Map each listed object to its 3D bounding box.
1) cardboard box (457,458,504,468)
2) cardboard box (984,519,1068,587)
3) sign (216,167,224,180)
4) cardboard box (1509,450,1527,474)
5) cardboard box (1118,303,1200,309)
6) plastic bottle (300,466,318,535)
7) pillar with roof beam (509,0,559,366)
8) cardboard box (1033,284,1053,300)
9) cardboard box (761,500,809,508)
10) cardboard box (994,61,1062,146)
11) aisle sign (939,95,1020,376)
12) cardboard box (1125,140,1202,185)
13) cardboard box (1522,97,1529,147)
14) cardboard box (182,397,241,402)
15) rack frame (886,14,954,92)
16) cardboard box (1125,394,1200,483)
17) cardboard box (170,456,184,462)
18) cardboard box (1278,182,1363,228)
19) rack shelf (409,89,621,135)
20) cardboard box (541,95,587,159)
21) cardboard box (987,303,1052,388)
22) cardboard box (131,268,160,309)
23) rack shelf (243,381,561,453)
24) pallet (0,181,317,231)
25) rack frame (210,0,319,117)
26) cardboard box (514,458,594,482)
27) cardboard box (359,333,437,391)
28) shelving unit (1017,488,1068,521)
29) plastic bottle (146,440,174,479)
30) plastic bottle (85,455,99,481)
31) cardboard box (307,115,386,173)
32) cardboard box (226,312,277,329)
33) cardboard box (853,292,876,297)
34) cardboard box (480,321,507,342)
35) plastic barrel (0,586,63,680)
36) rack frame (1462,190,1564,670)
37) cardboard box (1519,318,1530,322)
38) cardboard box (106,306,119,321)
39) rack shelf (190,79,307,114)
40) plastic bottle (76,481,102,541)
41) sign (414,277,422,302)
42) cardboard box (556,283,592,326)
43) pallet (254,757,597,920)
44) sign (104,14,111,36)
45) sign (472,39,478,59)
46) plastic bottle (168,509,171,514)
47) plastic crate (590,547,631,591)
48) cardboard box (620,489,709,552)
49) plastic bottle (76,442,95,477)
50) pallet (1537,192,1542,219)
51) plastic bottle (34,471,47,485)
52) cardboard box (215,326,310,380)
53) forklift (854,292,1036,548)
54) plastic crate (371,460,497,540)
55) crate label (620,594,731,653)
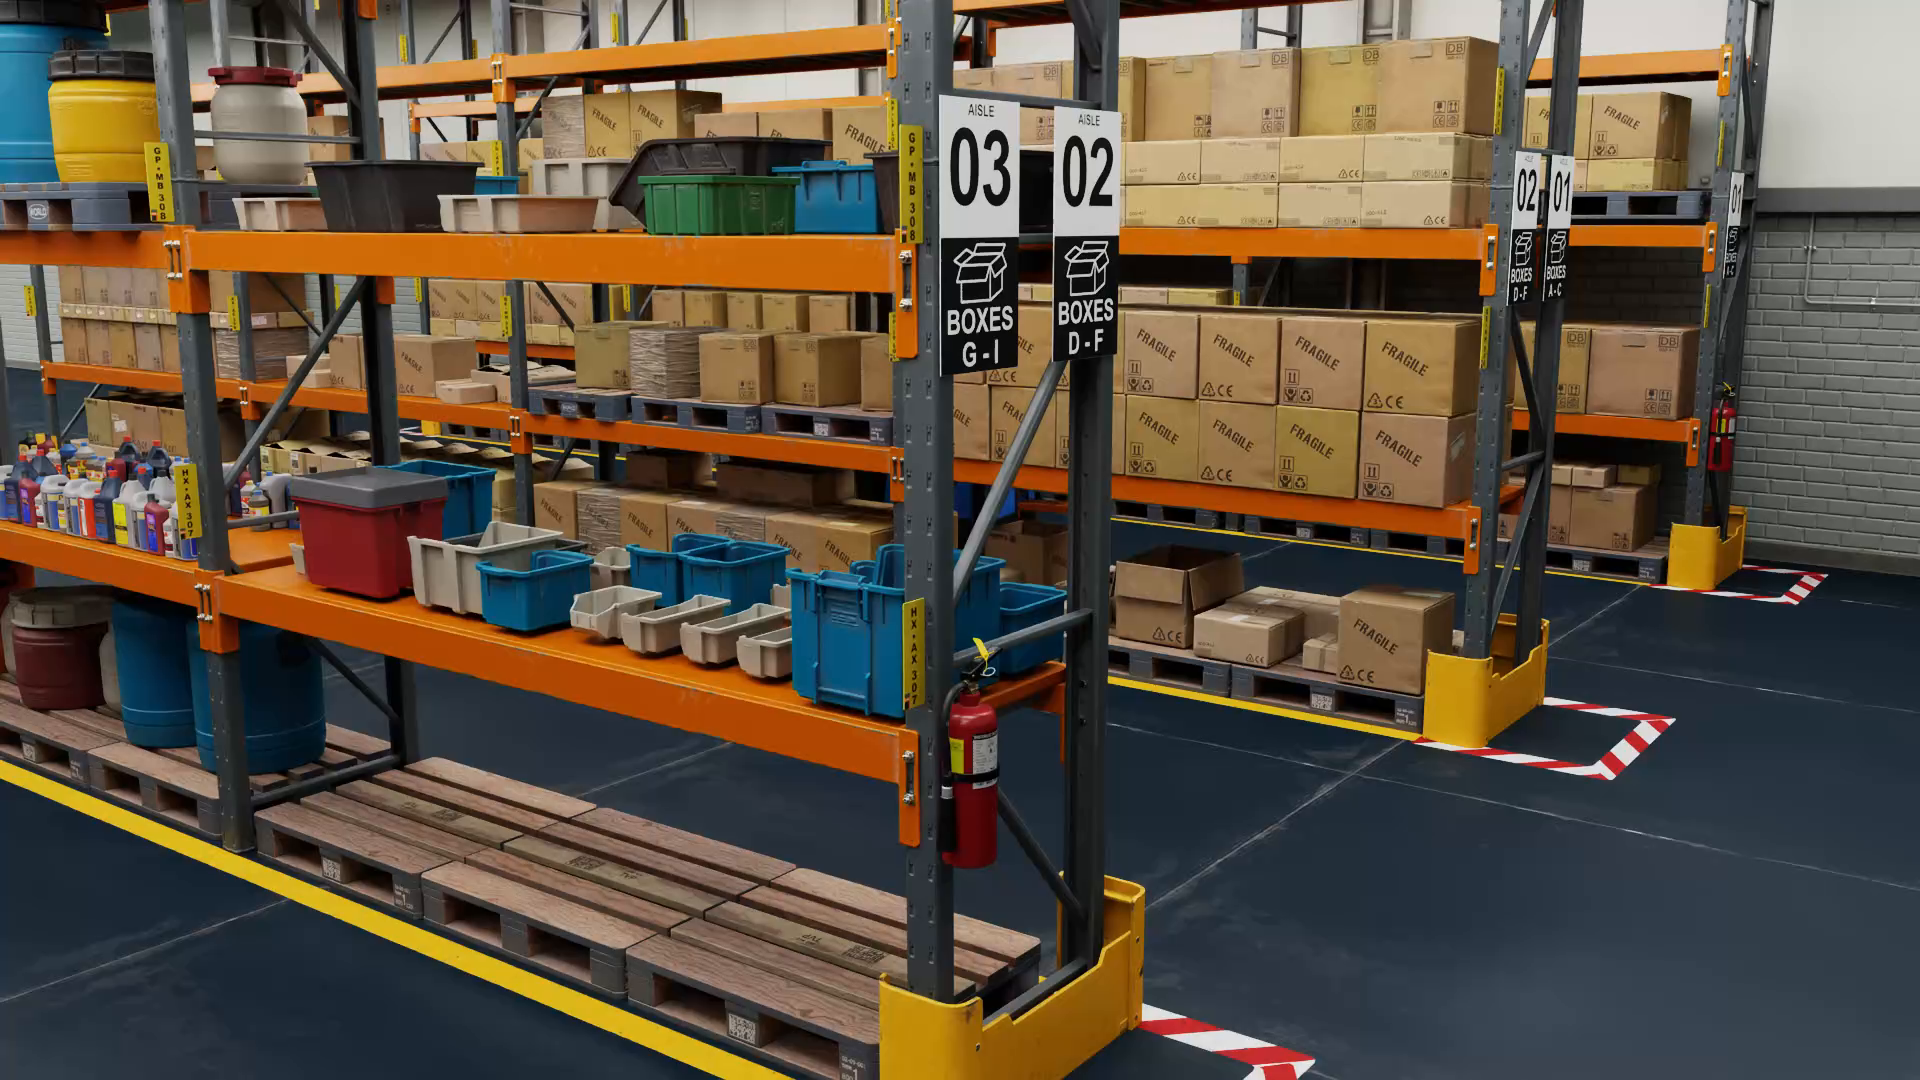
[{"bbox_3d":[-4.328,-0.534,14.548,0.500,0.311,0.500,8,13,35],"label":"cardboard box"},{"bbox_3d":[0.514,0.158,11.738,0.500,0.500,0.500,8,13,36],"label":"cardboard box"},{"bbox_3d":[-6.889,-3.454,15.517,0.005,0.325,0.100,8,13,36],"label":"sign"},{"bbox_3d":[4.820,-0.674,14.383,0.250,0.149,0.380,8,14,36],"label":"cardboard box"},{"bbox_3d":[1.268,-1.283,10.867,0.500,0.500,0.500,8,14,36],"label":"cardboard box"},{"bbox_3d":[-3.173,-0.185,8.221,0.185,0.351,0.144,8,13,36],"label":"plastic bottle"},{"bbox_3d":[-8.328,-5.322,18.846,0.400,9.000,9.100,8,13,36],"label":"pillar with roof beam"},{"bbox_3d":[1.059,-2.393,16.426,0.500,0.250,0.500,8,13,34],"label":"cardboard box"},{"bbox_3d":[-1.194,-0.070,12.916,0.500,0.500,0.500,8,14,36],"label":"cardboard box"},{"bbox_3d":[0.620,-2.760,10.605,0.500,0.500,0.700,8,13,36],"label":"cardboard box"},{"bbox_3d":[0.060,-0.890,4.887,0.004,0.787,0.394,8,13,36],"label":"aisle sign"},{"bbox_3d":[1.335,-2.256,9.973,0.500,0.250,0.500,8,13,36],"label":"cardboard box"},{"bbox_3d":[4.466,-3.361,13.661,0.500,0.500,0.500,7,13,33],"label":"cardboard box"},{"bbox_3d":[-7.960,-1.266,17.836,0.500,0.500,0.500,8,13,36],"label":"cardboard box"},{"bbox_3d":[-0.408,-5.028,17.326,0.127,3.000,1.000,8,13,36],"label":"rack frame"},{"bbox_3d":[1.363,-0.653,10.246,0.500,0.500,0.500,8,13,35],"label":"cardboard box"},{"bbox_3d":[-7.874,-0.760,17.193,0.500,0.250,0.500,8,13,36],"label":"cardboard box"},{"bbox_3d":[2.144,-1.898,9.443,0.500,0.250,0.500,8,13,36],"label":"cardboard box"},{"bbox_3d":[-5.244,-5.347,20.882,4.000,0.370,1.077,8,13,36],"label":"rack shelf"},{"bbox_3d":[-2.990,-3.286,13.326,0.500,0.500,0.500,8,13,36],"label":"cardboard box"},{"bbox_3d":[0.516,-1.260,10.749,0.500,0.500,0.500,7,13,34],"label":"cardboard box"},{"bbox_3d":[-8.136,-2.677,17.293,0.500,0.500,0.700,8,14,36],"label":"cardboard box"},{"bbox_3d":[-4.949,-1.195,15.204,4.000,0.370,1.077,8,13,36],"label":"rack shelf"},{"bbox_3d":[-3.738,-1.569,7.843,1.003,0.211,1.213,8,13,36],"label":"pallet"},{"bbox_3d":[-6.561,-4.719,15.729,0.127,3.000,1.000,8,13,36],"label":"rack frame"},{"bbox_3d":[-3.586,-0.559,14.679,0.500,0.311,0.500,9,14,37],"label":"cardboard box"},{"bbox_3d":[-5.124,-1.618,15.232,0.500,0.500,0.500,8,14,36],"label":"cardboard box"},{"bbox_3d":[0.778,-0.528,14.599,0.503,1.200,0.258,5,12,23],"label":"shelving unit"},{"bbox_3d":[-4.413,-0.373,9.189,0.185,0.351,0.144,8,13,36],"label":"plastic bottle"},{"bbox_3d":[-5.033,-0.392,9.679,0.097,0.201,0.097,0,11,0],"label":"plastic bottle"},{"bbox_3d":[-5.615,-3.611,15.214,0.500,0.500,0.500,10,15,41],"label":"cardboard box"},{"bbox_3d":[-6.907,-2.139,16.216,0.250,0.149,0.380,8,13,35],"label":"cardboard box"},{"bbox_3d":[-0.972,-2.734,18.135,0.250,0.149,0.380,5,12,26],"label":"cardboard box"},{"bbox_3d":[-5.817,-2.700,21.431,0.500,0.250,0.500,8,13,35],"label":"cardboard box"},{"bbox_3d":[-5.360,0.552,9.724,0.421,0.512,0.421,0,11,0],"label":"plastic barrel"},{"bbox_3d":[3.111,-0.424,9.325,0.127,3.000,1.000,8,13,36],"label":"rack frame"},{"bbox_3d":[4.421,-1.553,14.371,0.700,0.700,0.980,7,13,33],"label":"cardboard box"},{"bbox_3d":[-8.764,-2.398,17.555,0.250,0.149,0.380,7,13,34],"label":"cardboard box"},{"bbox_3d":[-8.174,-4.394,16.997,4.000,0.370,1.077,8,13,36],"label":"rack shelf"},{"bbox_3d":[-4.258,-0.148,8.222,0.135,0.276,0.152,8,13,36],"label":"plastic bottle"},{"bbox_3d":[-7.177,-3.324,22.033,0.005,0.325,0.100,8,13,36],"label":"sign"},{"bbox_3d":[-4.602,-2.897,20.477,0.500,0.500,0.500,8,13,35],"label":"cardboard box"},{"bbox_3d":[-2.433,1.330,7.600,1.213,0.211,1.003,8,13,36],"label":"pallet"},{"bbox_3d":[-9.453,-5.747,18.378,0.005,0.325,0.100,8,13,36],"label":"sign"},{"bbox_3d":[-6.511,-6.546,22.299,0.005,0.325,0.100,8,13,36],"label":"sign"},{"bbox_3d":[-3.739,-0.046,7.895,0.097,0.201,0.097,0,11,0],"label":"plastic bottle"},{"bbox_3d":[-1.467,0.134,6.977,0.466,0.136,0.293,8,13,36],"label":"plastic crate"},{"bbox_3d":[-2.313,-0.102,13.084,0.500,0.500,0.500,8,13,35],"label":"cardboard box"},{"bbox_3d":[-5.112,-0.437,9.729,0.097,0.271,0.097,0,11,0],"label":"plastic bottle"},{"bbox_3d":[4.448,-2.831,14.102,1.213,0.211,1.003,8,13,36],"label":"pallet"},{"bbox_3d":[-4.735,-0.220,8.607,0.097,0.271,0.097,0,11,0],"label":"plastic bottle"},{"bbox_3d":[-6.923,-1.871,16.542,0.500,0.500,0.700,8,13,34],"label":"cardboard box"},{"bbox_3d":[-0.870,-1.503,15.082,3.031,2.935,1.130,5,12,23],"label":"forklift"},{"bbox_3d":[-2.470,-0.137,7.726,0.575,0.384,0.392,8,13,36],"label":"plastic crate"},{"bbox_3d":[-1.053,0.307,6.080,0.243,0.136,0.396,8,13,36],"label":"crate label"}]
